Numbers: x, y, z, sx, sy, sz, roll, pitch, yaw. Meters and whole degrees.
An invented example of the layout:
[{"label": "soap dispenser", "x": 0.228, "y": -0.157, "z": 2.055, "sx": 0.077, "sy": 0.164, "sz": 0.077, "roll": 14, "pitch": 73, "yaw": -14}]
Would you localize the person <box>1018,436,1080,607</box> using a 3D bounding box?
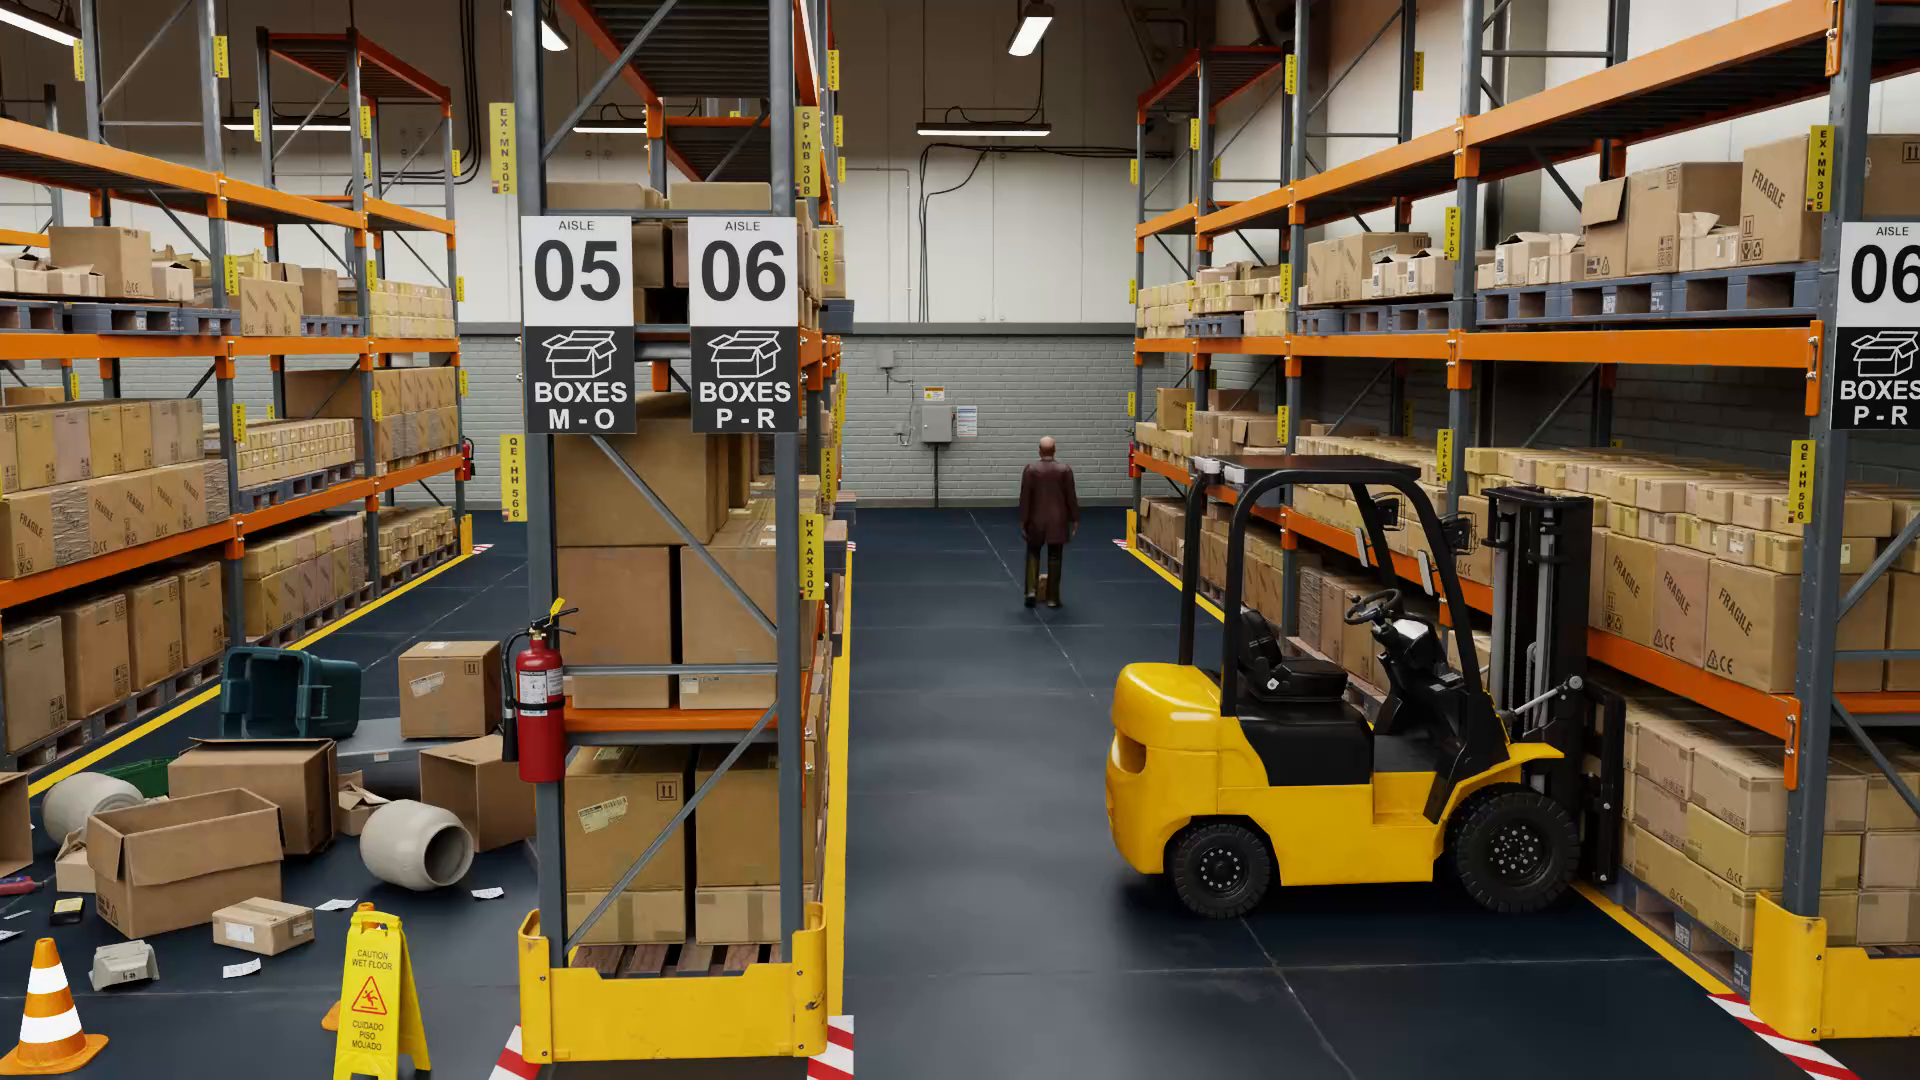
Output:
[{"label": "person", "x": 0.936, "y": -0.178, "z": 17.391, "sx": 0.639, "sy": 1.817, "sz": 0.421, "roll": 1, "pitch": 7, "yaw": 6}]
